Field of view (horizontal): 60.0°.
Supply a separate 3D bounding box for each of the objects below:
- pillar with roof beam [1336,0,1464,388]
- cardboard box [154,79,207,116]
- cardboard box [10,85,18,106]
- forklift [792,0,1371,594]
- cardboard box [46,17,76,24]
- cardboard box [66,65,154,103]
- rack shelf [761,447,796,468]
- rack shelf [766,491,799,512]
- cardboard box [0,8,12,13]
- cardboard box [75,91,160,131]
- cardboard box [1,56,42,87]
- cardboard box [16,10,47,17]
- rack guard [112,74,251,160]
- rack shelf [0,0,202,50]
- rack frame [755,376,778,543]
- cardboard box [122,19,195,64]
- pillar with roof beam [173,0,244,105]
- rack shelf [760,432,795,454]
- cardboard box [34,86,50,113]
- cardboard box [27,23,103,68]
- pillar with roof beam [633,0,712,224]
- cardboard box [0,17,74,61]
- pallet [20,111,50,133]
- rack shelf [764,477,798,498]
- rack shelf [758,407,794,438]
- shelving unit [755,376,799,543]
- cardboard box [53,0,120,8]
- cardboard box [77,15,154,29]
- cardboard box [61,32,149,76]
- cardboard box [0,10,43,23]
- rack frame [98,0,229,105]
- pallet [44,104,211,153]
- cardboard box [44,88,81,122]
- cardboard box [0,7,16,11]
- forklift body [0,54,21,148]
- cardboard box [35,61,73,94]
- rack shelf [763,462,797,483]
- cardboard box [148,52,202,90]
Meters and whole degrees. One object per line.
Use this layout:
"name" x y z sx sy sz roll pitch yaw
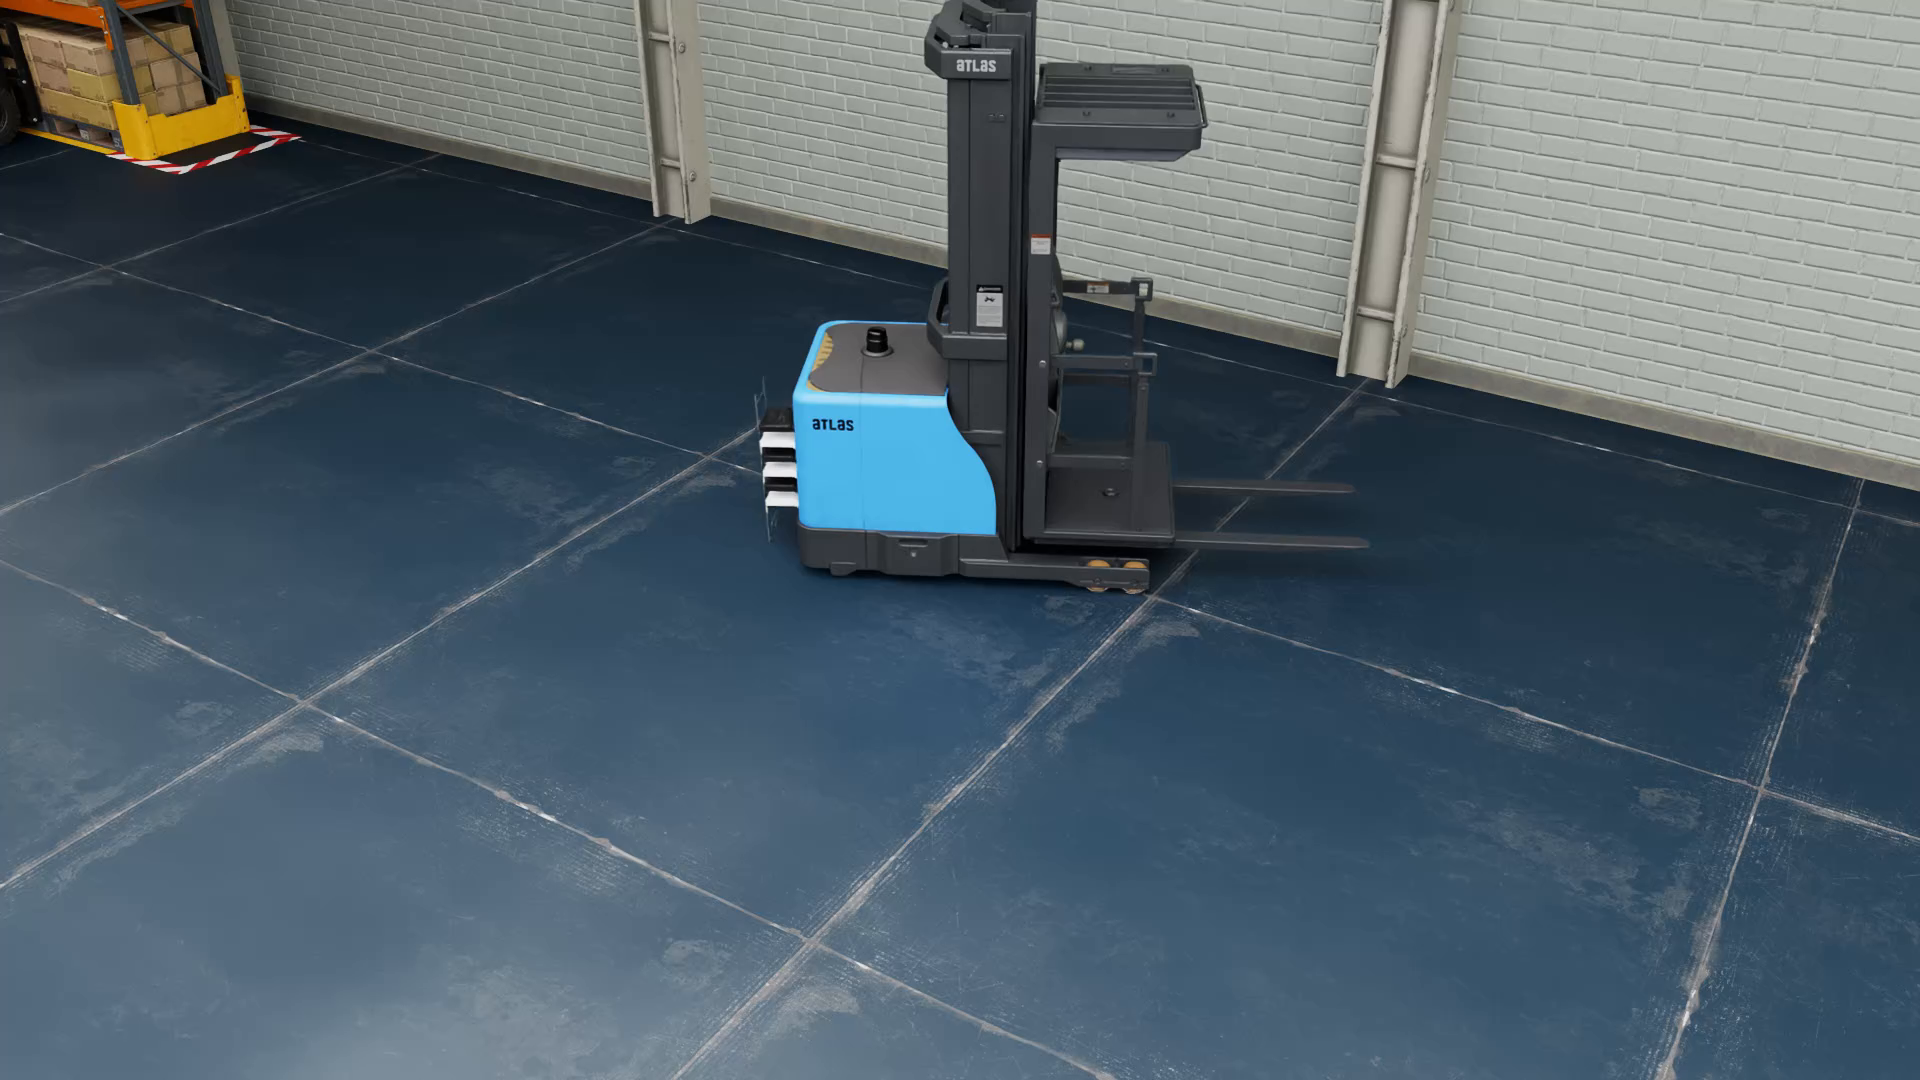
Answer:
"pillar with roof beam" 0.479 -3.166 5.746 0.400 9.000 9.100 18 35 27
"cardboard box" -7.598 -4.264 15.894 0.500 0.250 0.500 18 35 28
"cardboard box" -9.139 -4.445 16.204 0.500 0.250 0.500 19 35 29
"forklift" 0.677 -1.264 8.507 3.031 2.935 1.130 2 30 4
"cardboard box" -8.435 -4.961 16.097 0.500 0.250 0.500 17 34 27
"cardboard box" -7.864 -4.262 15.394 0.500 0.250 0.500 17 34 27
"rack shelf" -0.959 -0.481 9.063 0.200 0.077 0.258 1 30 5
"rack shelf" -0.952 -0.247 9.198 0.200 0.077 0.258 1 30 5
"cardboard box" -9.576 -5.019 16.196 0.500 0.250 0.500 19 35 29
"cardboard box" -7.852 -4.040 15.510 0.500 0.250 0.500 18 35 28
"cardboard box" -8.732 -4.530 15.854 0.500 0.250 0.500 17 34 26
"cardboard box" -8.866 -5.101 16.337 0.500 0.250 0.500 17 34 26
"rack guard" -7.266 -3.969 15.557 0.348 0.500 1.175 18 35 27
"rack shelf" -8.980 -5.280 16.038 4.000 0.370 1.077 18 35 27
"rack frame" -1.059 -0.433 9.100 0.006 0.900 0.240 1 30 5
"cardboard box" -7.592 -4.690 15.633 0.500 0.250 0.500 17 34 27
"pillar with roof beam" -9.685 -6.380 11.256 0.400 9.000 9.100 18 35 27
"rack shelf" -0.961 -0.558 9.018 0.200 0.077 0.258 1 30 5
"cardboard box" -8.687 -4.315 15.982 0.500 0.250 0.500 18 35 28
"cardboard box" -8.277 -4.605 15.487 0.500 0.250 0.500 18 35 28
"pillar with roof beam" -4.603 -4.773 8.501 0.400 9.000 9.100 18 35 27
"cardboard box" -8.710 -4.736 15.712 0.500 0.250 0.500 18 35 28
"pallet" -8.985 -4.365 16.523 1.213 0.211 1.003 18 35 27
"rack shelf" -0.954 -0.325 9.153 0.200 0.077 0.258 1 30 5
"rack shelf" -0.964 -0.636 8.972 0.200 0.077 0.258 1 30 5
"shelving unit" -0.957 -0.432 9.091 0.210 0.900 0.258 1 30 5
"cardboard box" -7.842 -5.118 14.947 0.500 0.500 0.500 17 34 26
"cardboard box" -8.018 -4.823 15.860 0.500 0.250 0.500 18 35 27
"cardboard box" -7.842 -4.471 15.257 0.500 0.250 0.500 19 35 29
"cardboard box" -9.135 -4.875 15.950 0.500 0.250 0.500 17 34 26
"rack frame" -7.286 -5.055 14.939 0.127 3.000 1.000 18 35 27
"pallet" -7.956 -4.038 15.962 1.213 0.211 1.003 18 35 27
"cardboard box" -8.268 -4.177 15.745 0.500 0.250 0.500 18 35 27
"cardboard box" -9.296 -5.233 16.562 0.500 0.250 0.500 18 35 28
"forklift body" -9.862 -4.418 14.688 1.214 2.155 2.313 18 35 27
"cardboard box" -8.283 -4.401 15.633 0.500 0.250 0.500 17 34 27
"rack shelf" -0.957 -0.403 9.108 0.200 0.077 0.258 1 30 5
"cardboard box" -7.574 -4.479 15.767 0.500 0.250 0.500 18 35 28
